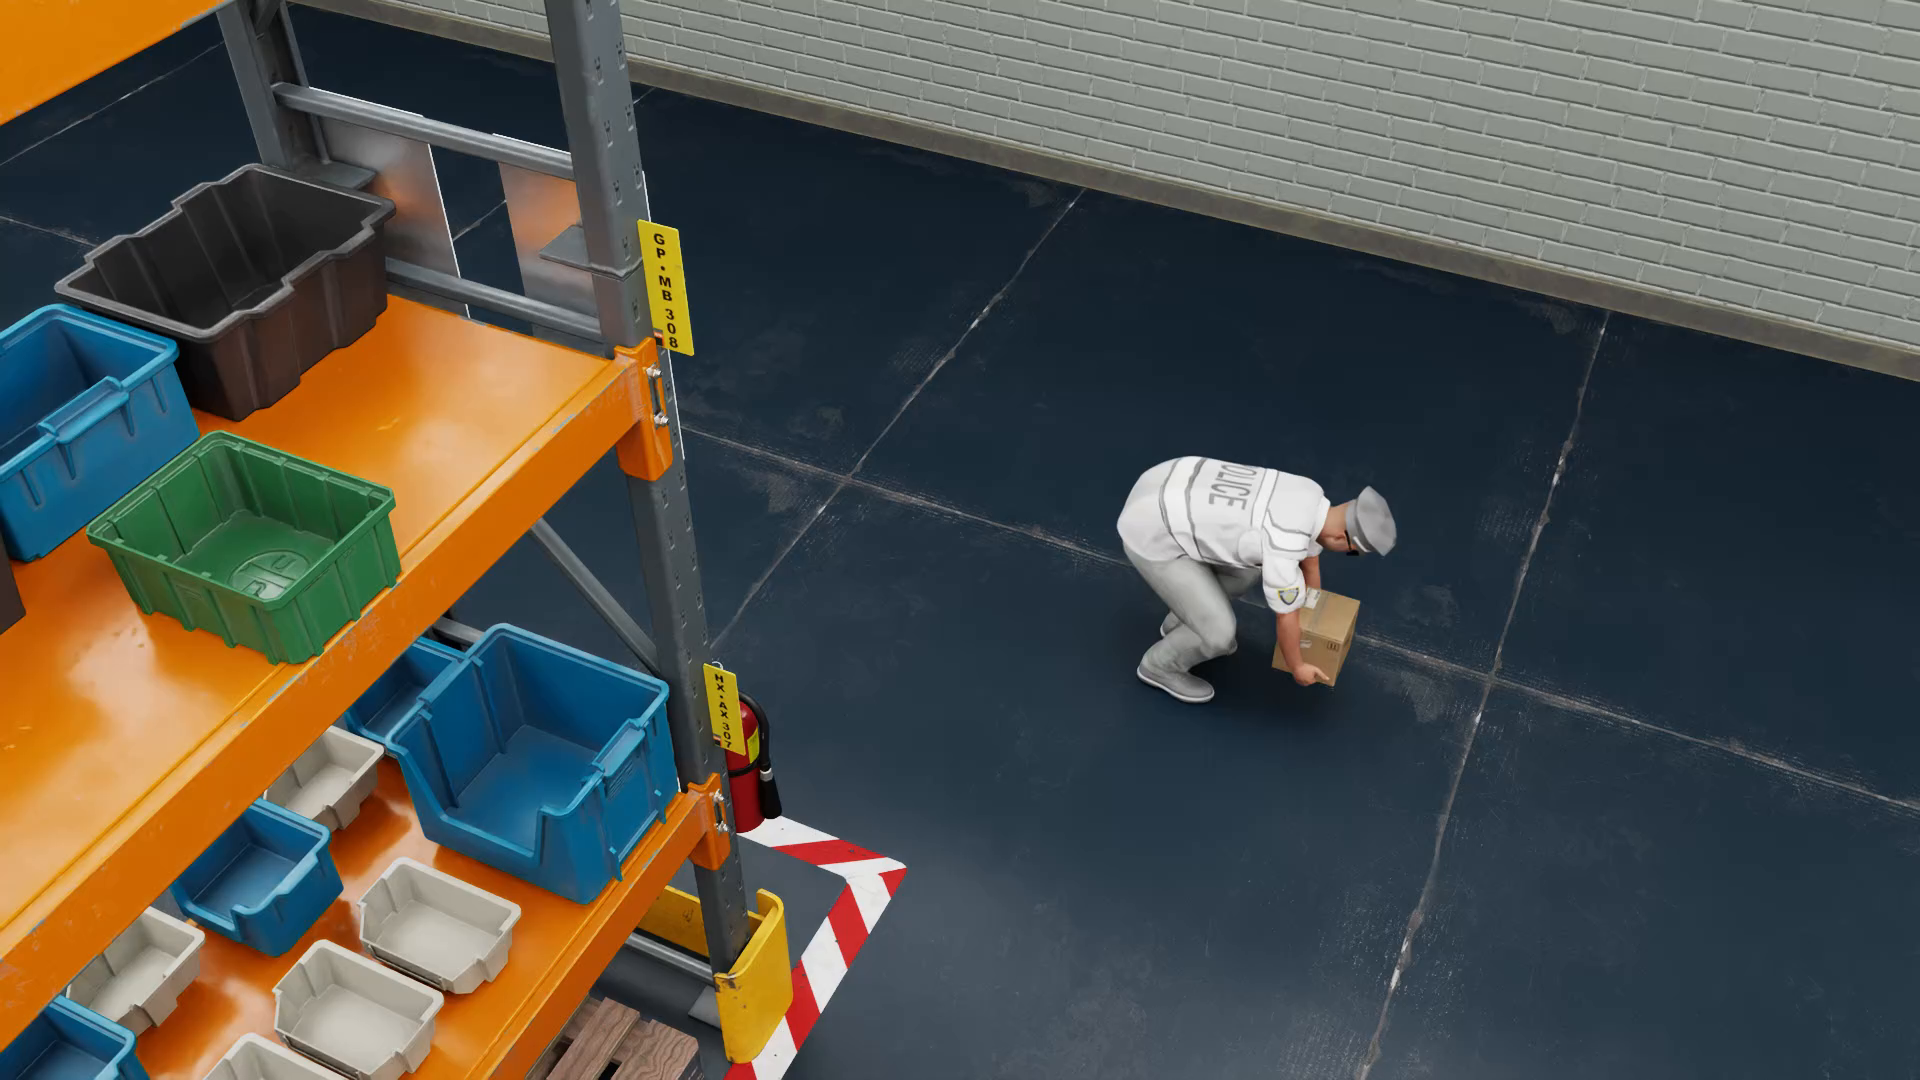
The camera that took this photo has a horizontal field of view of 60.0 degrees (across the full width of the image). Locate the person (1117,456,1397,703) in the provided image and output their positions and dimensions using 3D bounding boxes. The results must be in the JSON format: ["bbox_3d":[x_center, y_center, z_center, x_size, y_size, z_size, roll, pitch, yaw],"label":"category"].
[{"bbox_3d":[1.118,0.163,6.481,1.033,1.077,0.535,15,44,16],"label":"person"}]
